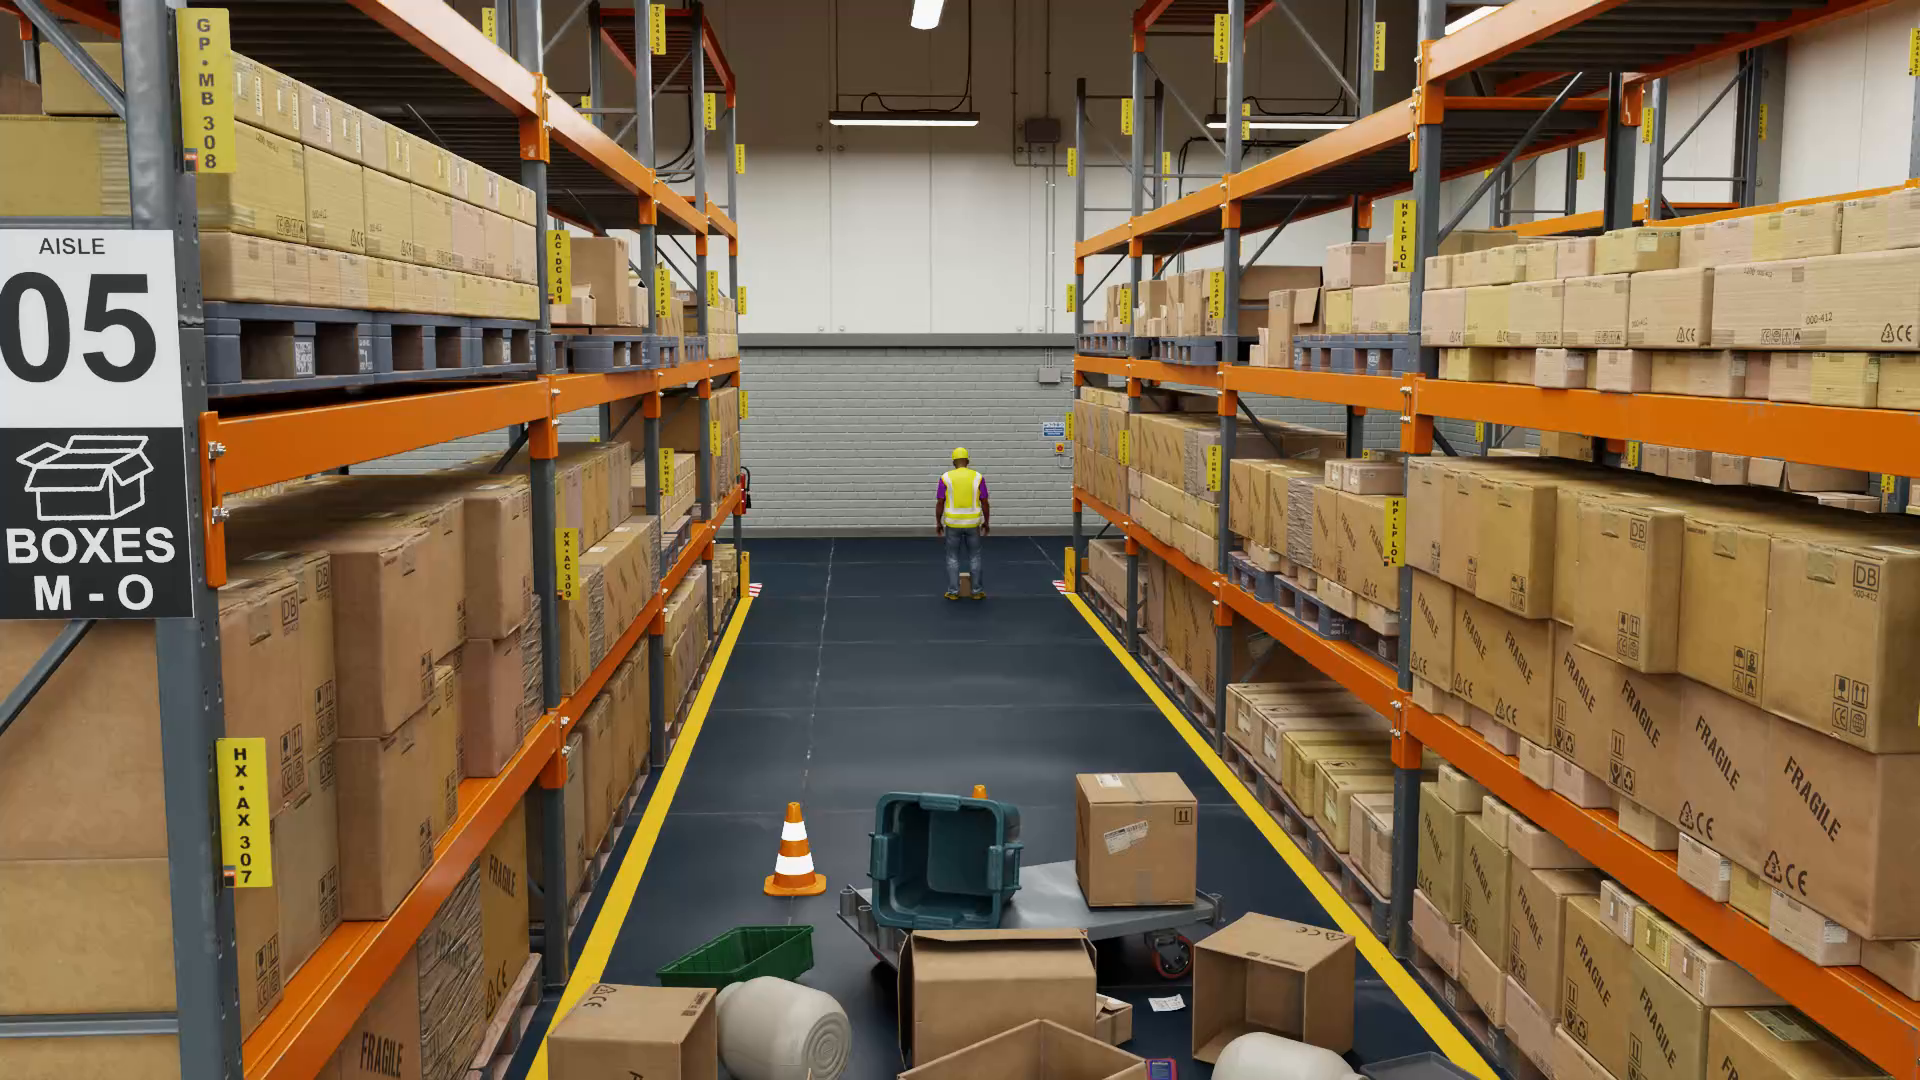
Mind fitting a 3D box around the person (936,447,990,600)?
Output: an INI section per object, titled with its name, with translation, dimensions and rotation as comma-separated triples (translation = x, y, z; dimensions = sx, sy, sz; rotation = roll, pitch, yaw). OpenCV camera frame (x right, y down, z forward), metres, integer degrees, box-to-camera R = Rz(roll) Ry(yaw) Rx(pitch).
[person]
translation = 0.032, -0.192, 19.276
dimensions = 0.626, 1.760, 0.461
rotation = 0, 7, -4
